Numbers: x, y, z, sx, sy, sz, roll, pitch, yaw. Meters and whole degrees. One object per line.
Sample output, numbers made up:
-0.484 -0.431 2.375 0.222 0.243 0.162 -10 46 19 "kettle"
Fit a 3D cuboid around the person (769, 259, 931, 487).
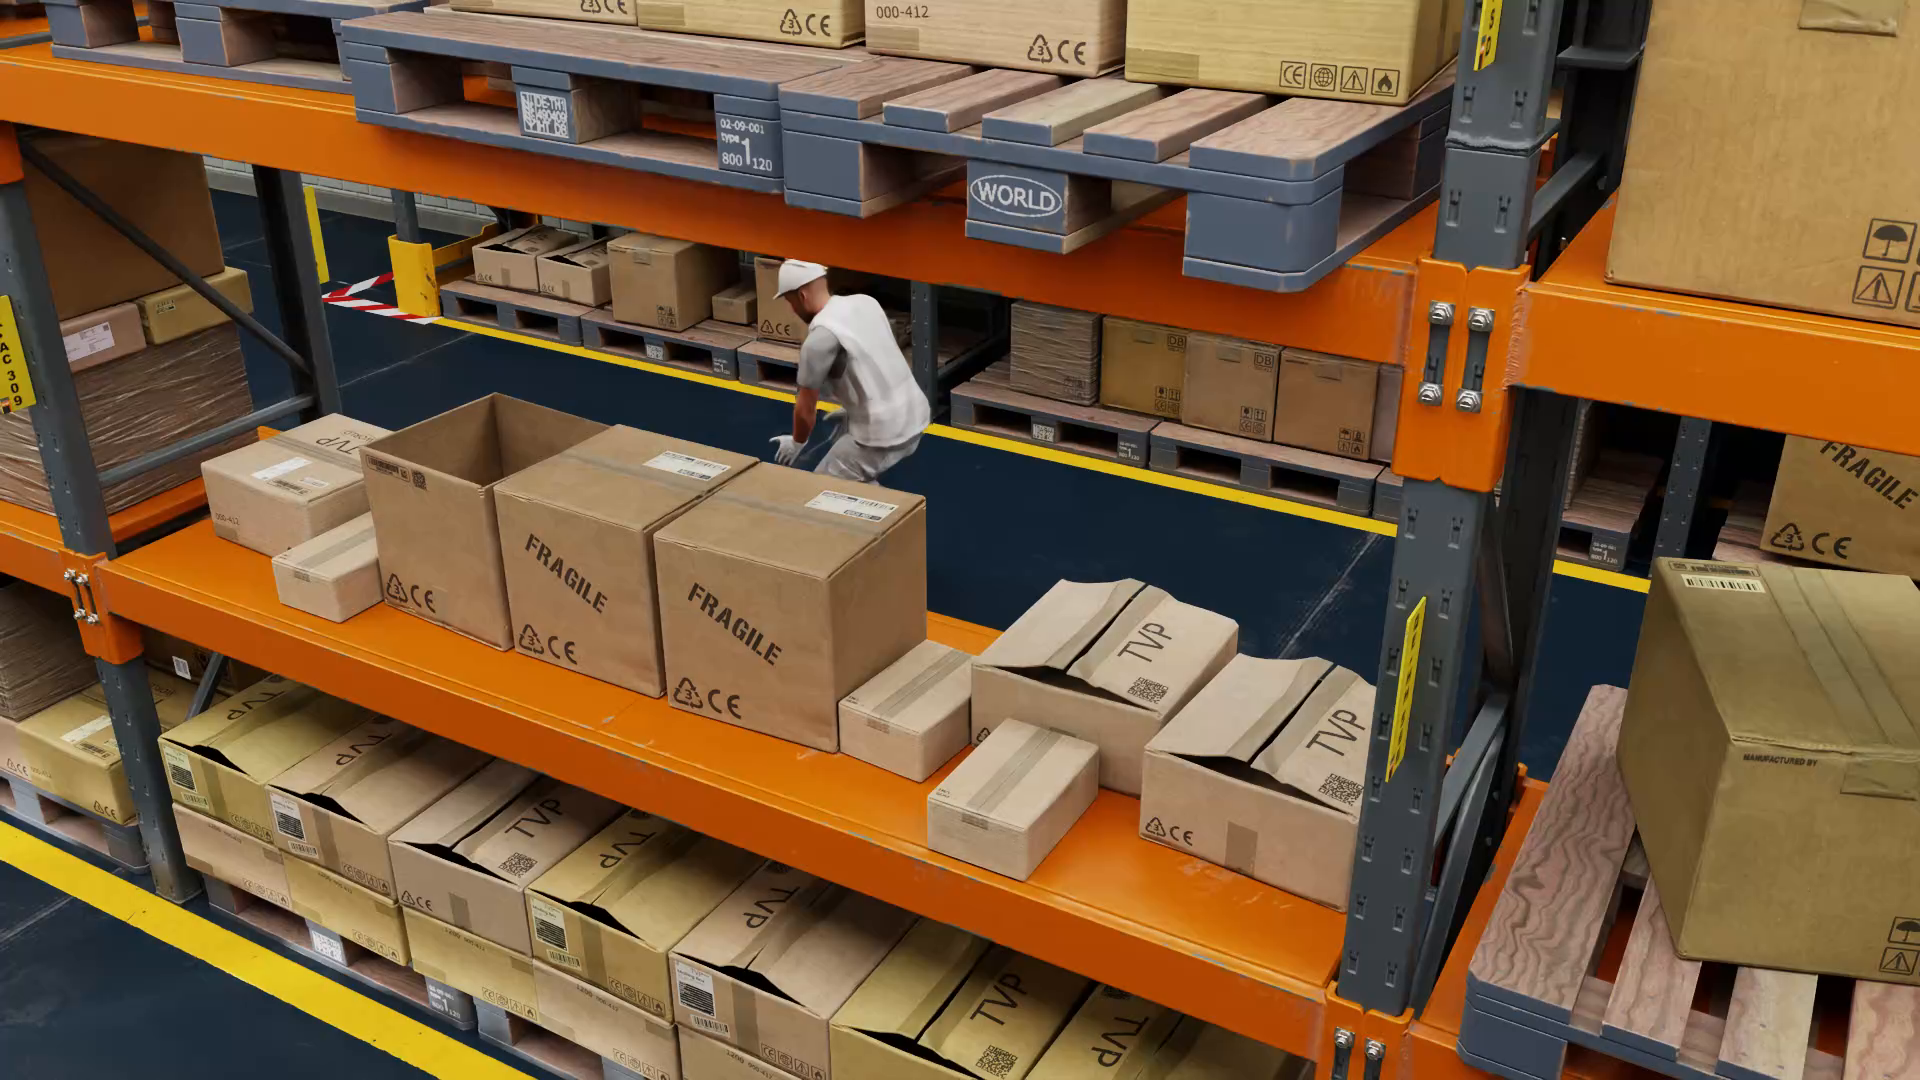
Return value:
-0.497 -0.489 7.371 0.690 1.528 0.579 14 30 27 "person"
